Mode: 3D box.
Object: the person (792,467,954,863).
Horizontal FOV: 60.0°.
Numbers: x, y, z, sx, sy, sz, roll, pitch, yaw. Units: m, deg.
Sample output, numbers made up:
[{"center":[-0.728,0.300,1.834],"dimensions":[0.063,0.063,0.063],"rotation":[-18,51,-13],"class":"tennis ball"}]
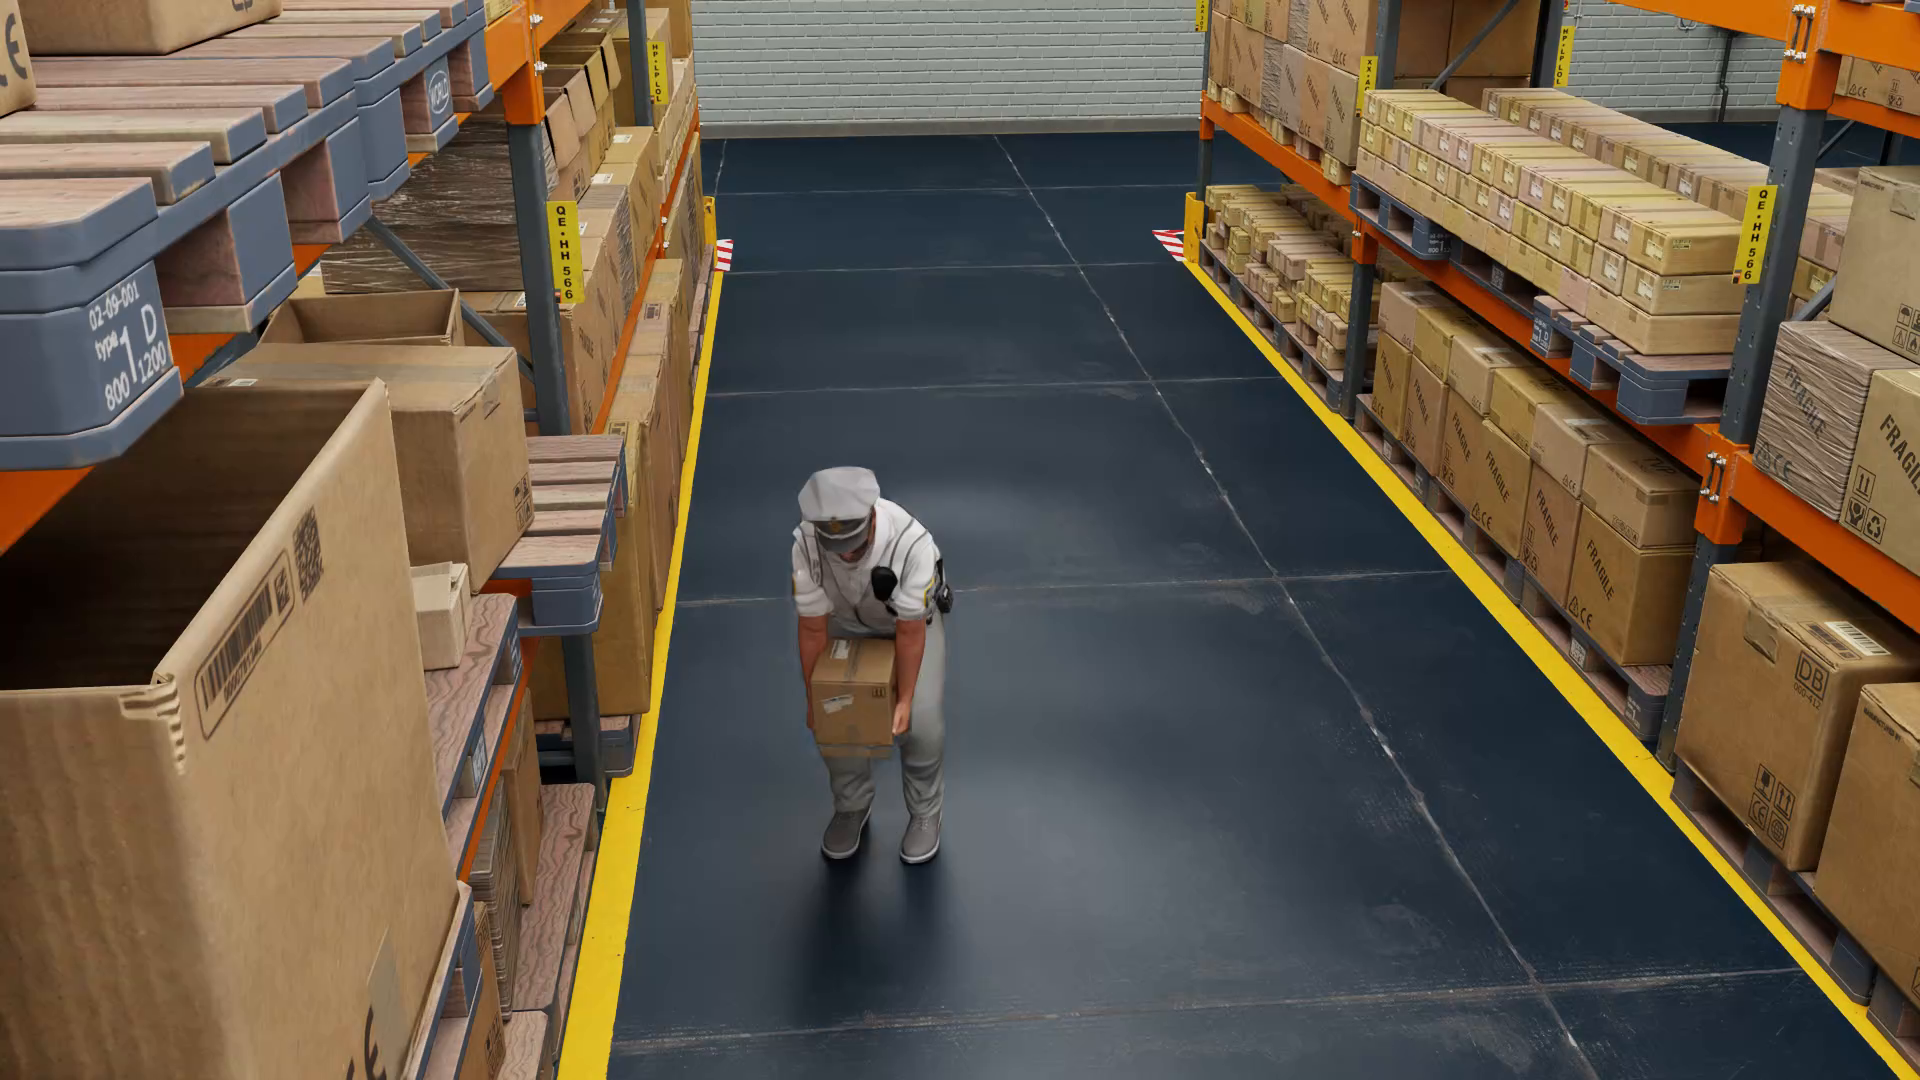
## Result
[{"center":[-0.297,0.404,5.439],"dimensions":[0.467,1.541,0.858],"rotation":[5,24,11],"class":"person"}]
